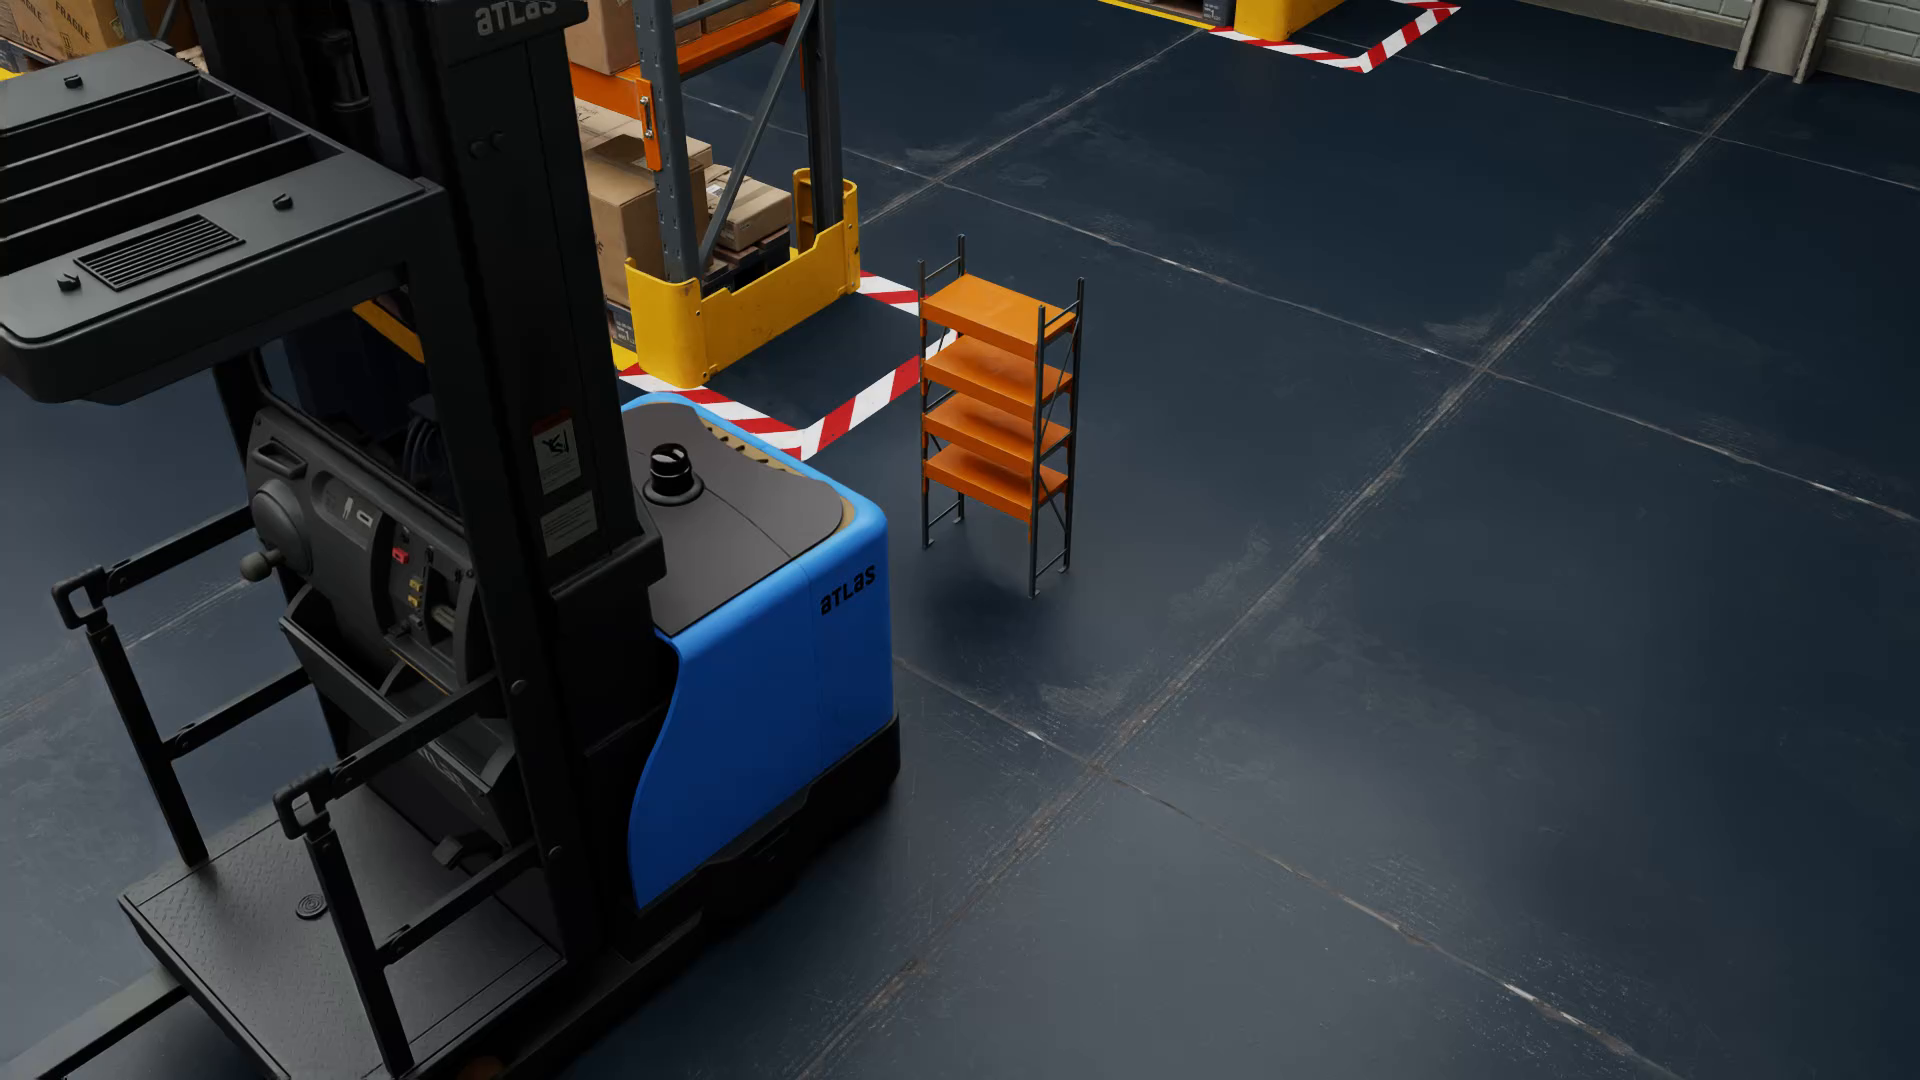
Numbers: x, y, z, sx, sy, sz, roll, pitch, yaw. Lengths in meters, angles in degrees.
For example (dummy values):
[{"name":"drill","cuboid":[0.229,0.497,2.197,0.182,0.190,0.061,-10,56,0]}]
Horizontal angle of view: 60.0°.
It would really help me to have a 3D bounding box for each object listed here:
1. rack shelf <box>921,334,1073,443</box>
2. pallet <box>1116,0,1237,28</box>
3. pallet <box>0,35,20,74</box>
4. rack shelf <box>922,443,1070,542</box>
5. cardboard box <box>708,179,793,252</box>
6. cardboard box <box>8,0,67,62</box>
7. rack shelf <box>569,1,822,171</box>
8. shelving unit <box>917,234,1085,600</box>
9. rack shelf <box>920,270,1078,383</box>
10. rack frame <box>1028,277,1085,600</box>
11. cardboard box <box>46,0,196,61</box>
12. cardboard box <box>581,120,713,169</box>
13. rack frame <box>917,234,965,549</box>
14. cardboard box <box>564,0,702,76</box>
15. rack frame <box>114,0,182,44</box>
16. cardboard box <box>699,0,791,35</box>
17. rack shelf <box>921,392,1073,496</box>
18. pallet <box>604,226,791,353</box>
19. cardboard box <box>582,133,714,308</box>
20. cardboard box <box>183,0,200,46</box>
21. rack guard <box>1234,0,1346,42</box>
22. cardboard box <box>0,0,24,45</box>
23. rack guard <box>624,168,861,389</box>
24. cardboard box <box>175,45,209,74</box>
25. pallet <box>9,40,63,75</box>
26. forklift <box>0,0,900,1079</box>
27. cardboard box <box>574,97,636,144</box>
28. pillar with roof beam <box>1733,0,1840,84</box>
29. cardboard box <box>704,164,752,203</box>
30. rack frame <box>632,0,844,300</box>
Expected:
[{"name":"rack shelf","cuboid":[0.131,-0.534,5.705,0.480,0.148,0.258,25,45,29]},{"name":"pallet","cuboid":[1.455,-3.718,10.828,1.213,0.211,1.003,25,45,29]},{"name":"pallet","cuboid":[-5.688,-3.271,10.257,1.213,0.211,1.003,25,45,29]},{"name":"rack shelf","cuboid":[0.131,-0.201,5.965,0.480,0.148,0.258,25,45,29]},{"name":"cardboard box","cuboid":[-0.993,-1.504,7.693,0.250,0.149,0.380,25,45,29]},{"name":"cardboard box","cuboid":[-5.000,-3.049,9.382,0.500,0.500,0.500,25,45,29]},{"name":"rack shelf","cuboid":[-2.457,-2.594,7.713,4.000,0.370,1.077,25,45,29]},{"name":"shelving unit","cuboid":[0.131,-0.410,5.801,0.503,1.200,0.258,25,45,29]},{"name":"rack shelf","cuboid":[0.131,-0.720,5.559,0.480,0.148,0.258,25,45,29]},{"name":"rack frame","cuboid":[0.325,-0.319,5.684,0.015,1.200,0.240,25,45,29]},{"name":"cardboard box","cuboid":[-4.612,-2.860,9.140,0.500,0.500,0.500,25,44,28]},{"name":"cardboard box","cuboid":[-1.526,-1.748,7.924,0.500,0.250,0.500,25,45,29]},{"name":"rack frame","cuboid":[-0.062,-0.502,5.918,0.015,1.200,0.240,25,45,29]},{"name":"cardboard box","cuboid":[-1.390,-2.202,6.548,0.500,0.500,0.500,27,45,30]},{"name":"rack frame","cuboid":[-4.046,-3.626,8.448,0.127,3.000,1.000,25,45,29]},{"name":"cardboard box","cuboid":[-1.061,-2.463,6.881,0.500,0.500,0.500,26,45,29]},{"name":"rack shelf","cuboid":[0.131,-0.357,5.842,0.480,0.148,0.258,25,45,29]},{"name":"pallet","cuboid":[-1.563,-1.357,7.812,1.213,0.211,1.003,25,45,29]},{"name":"cardboard box","cuboid":[-1.450,-1.400,7.276,0.500,0.500,0.500,25,45,29]},{"name":"cardboard box","cuboid":[-4.282,-3.116,9.467,0.500,0.500,0.500,23,44,27]},{"name":"rack guard","cuboid":[2.157,-3.562,10.394,0.348,0.500,1.175,25,45,29]},{"name":"cardboard box","cuboid":[-5.398,-3.237,9.622,0.500,0.500,0.500,26,45,29]},{"name":"rack guard","cuboid":[-0.929,-1.172,7.342,0.348,0.500,1.175,25,45,29]},{"name":"cardboard box","cuboid":[-3.844,-2.478,8.805,0.500,0.311,0.500,25,45,29]},{"name":"pallet","cuboid":[-4.715,-2.814,9.673,1.213,0.211,1.003,25,45,29]},{"name":"forklift","cuboid":[-1.546,0.084,3.765,1.130,2.935,3.031,29,46,32]},{"name":"cardboard box","cuboid":[-1.923,-1.936,8.163,0.500,0.250,0.500,25,45,29]},{"name":"pillar with roof beam","cuboid":[2.192,-4.222,4.342,0.400,9.000,9.100,25,45,29]},{"name":"cardboard box","cuboid":[-1.191,-1.604,7.807,0.250,0.166,0.380,25,45,29]},{"name":"rack frame","cuboid":[-0.869,-2.128,6.535,0.127,3.000,1.000,25,45,29]}]
